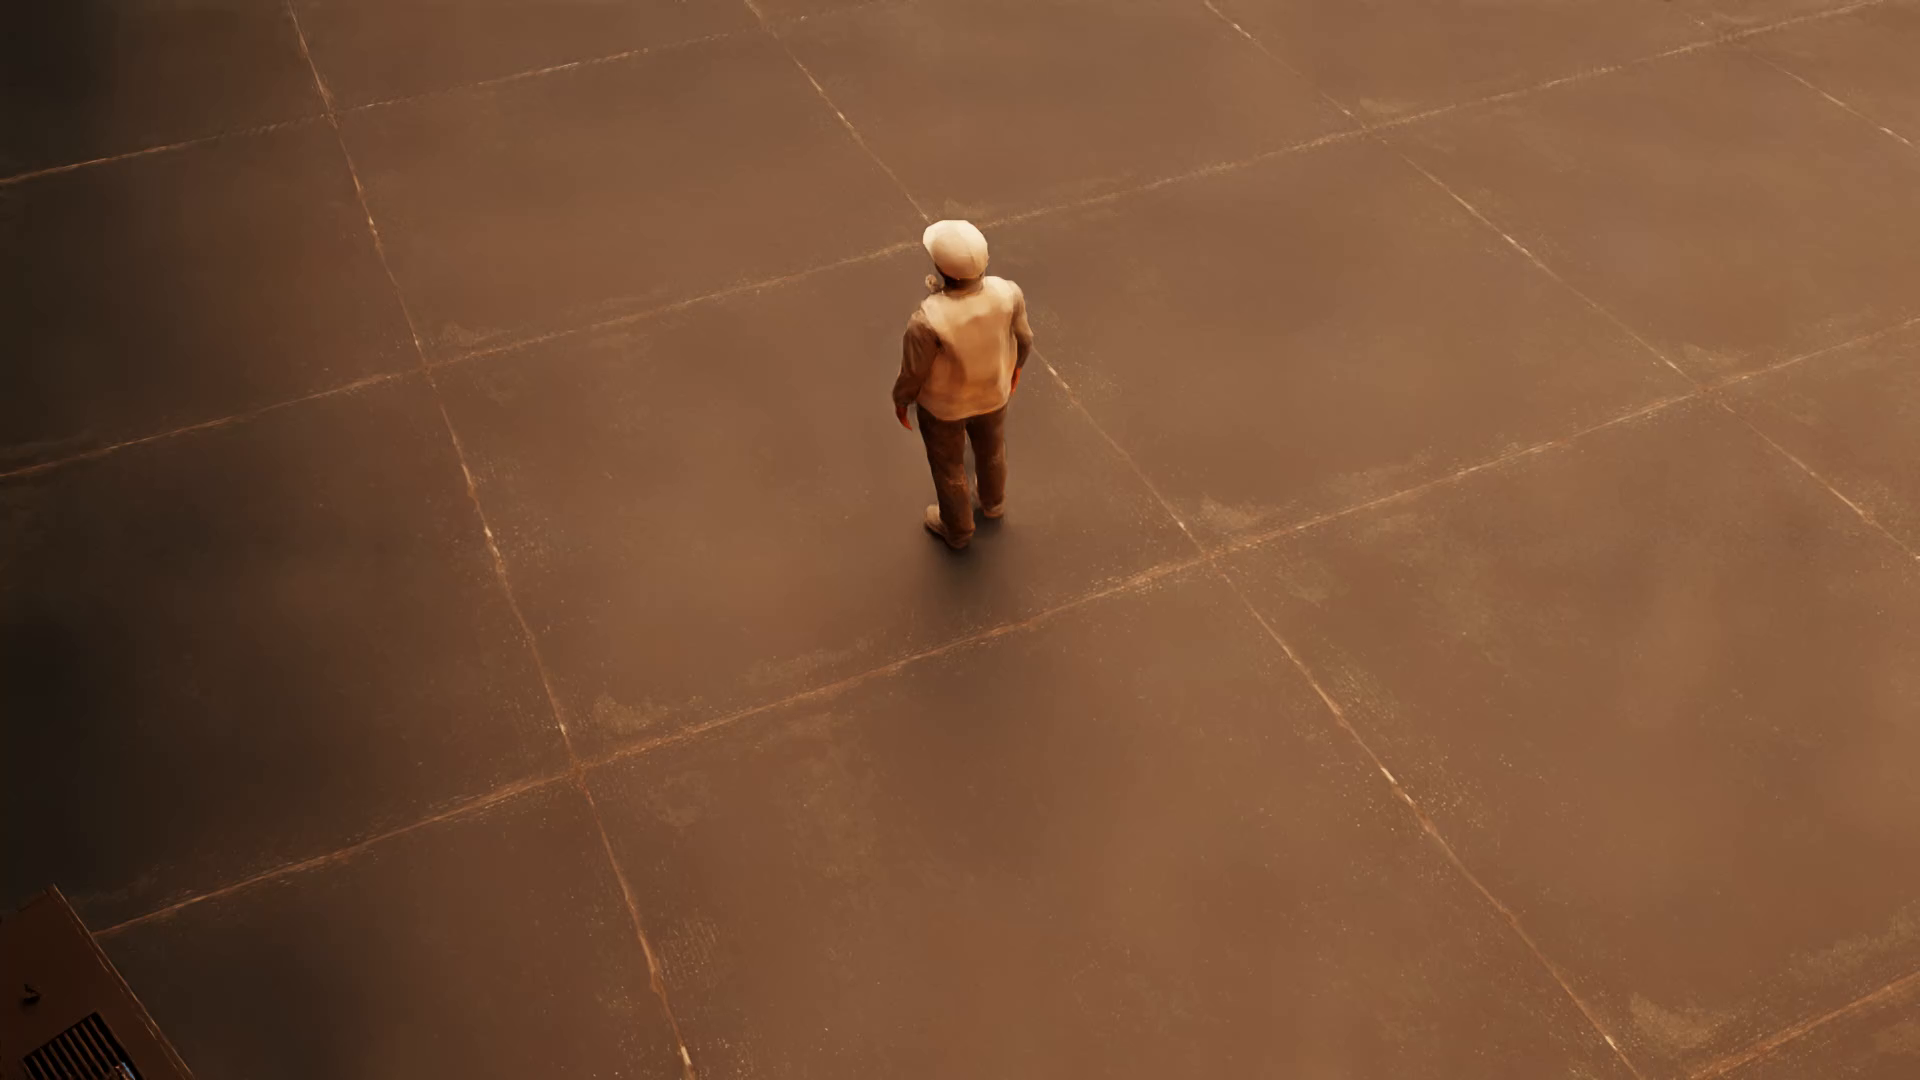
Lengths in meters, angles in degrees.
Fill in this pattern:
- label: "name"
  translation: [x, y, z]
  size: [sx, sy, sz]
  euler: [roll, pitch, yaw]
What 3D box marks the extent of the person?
- label: "person"
  translation: [-0.019, -0.695, 7.262]
  size: [0.632, 1.773, 0.567]
  euler: [-18, 46, -18]
